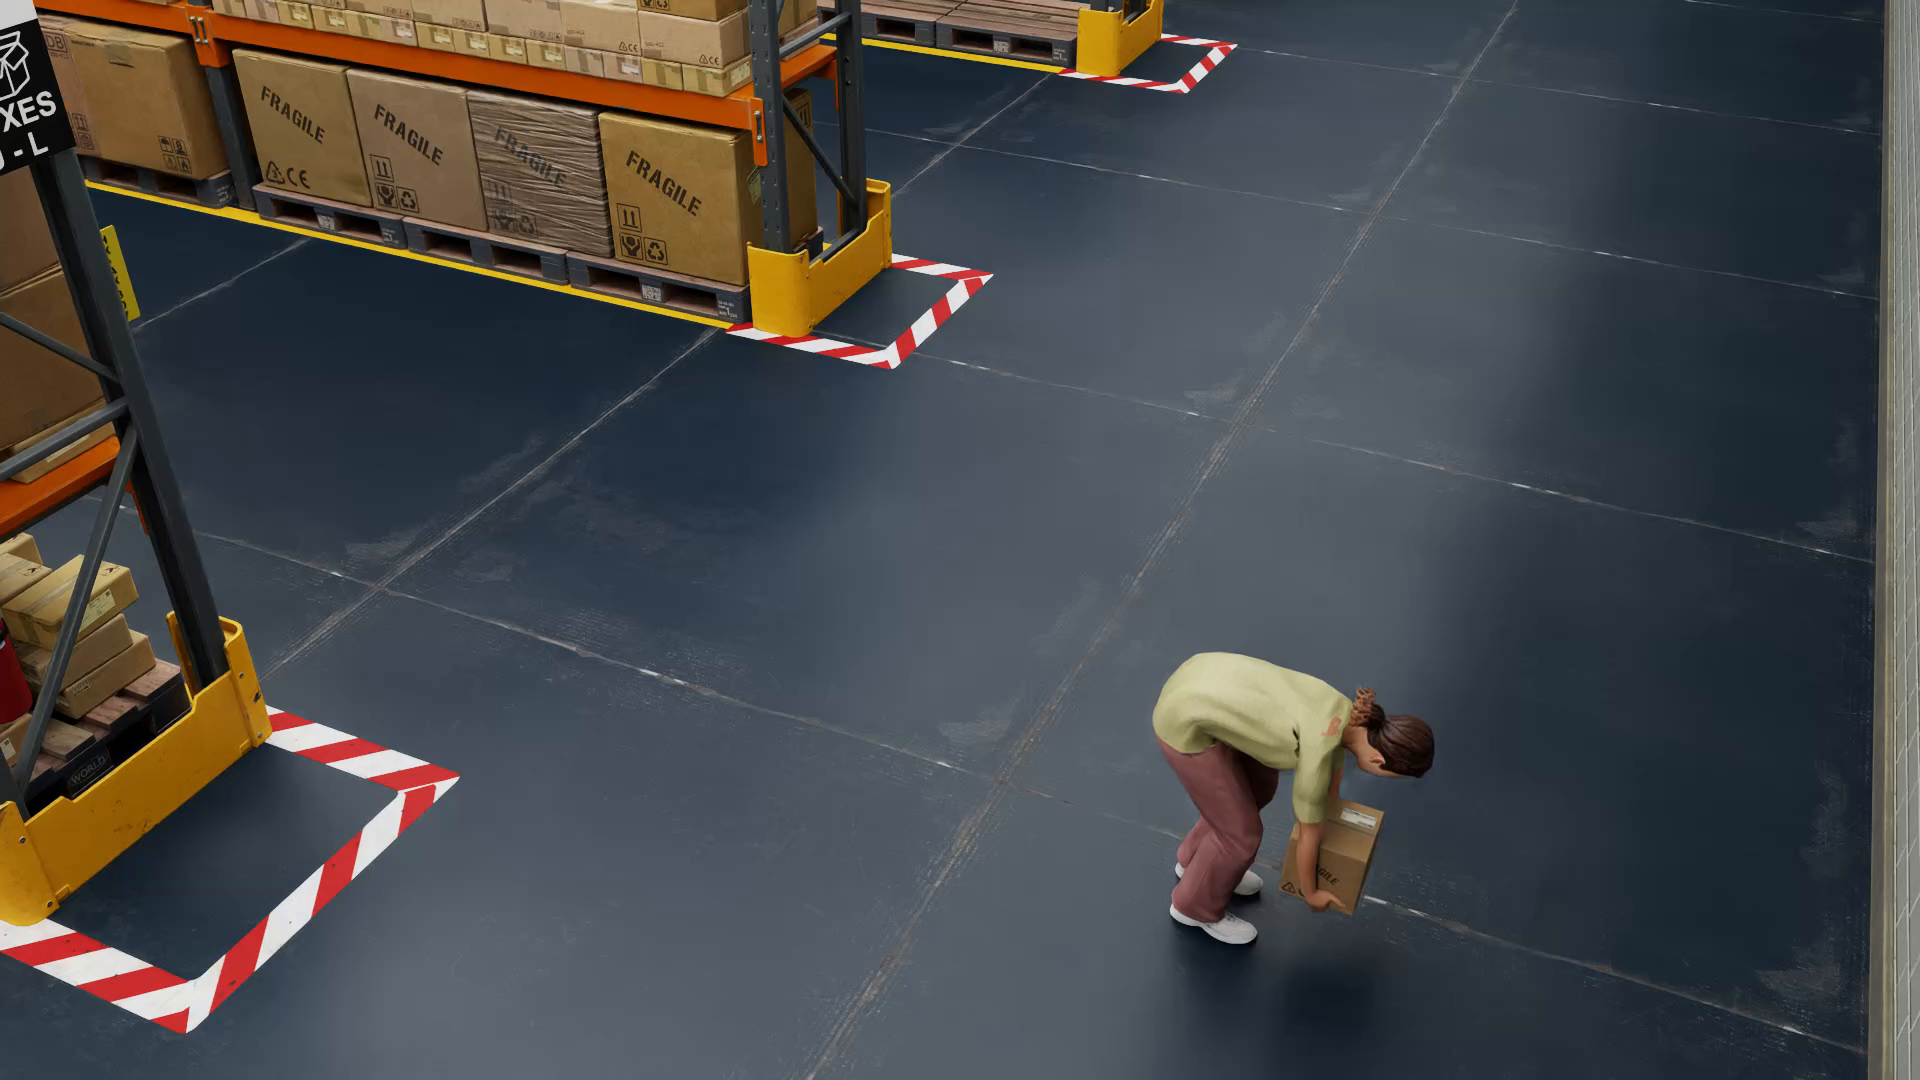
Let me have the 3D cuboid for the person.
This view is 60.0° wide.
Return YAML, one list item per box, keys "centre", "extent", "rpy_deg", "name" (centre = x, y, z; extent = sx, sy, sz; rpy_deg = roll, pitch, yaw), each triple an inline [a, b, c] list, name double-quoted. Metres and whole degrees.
- centre: [1.046, 0.865, 5.413]
  extent: [0.872, 1.051, 0.428]
  rpy_deg: [13, 36, 19]
  name: "person"
